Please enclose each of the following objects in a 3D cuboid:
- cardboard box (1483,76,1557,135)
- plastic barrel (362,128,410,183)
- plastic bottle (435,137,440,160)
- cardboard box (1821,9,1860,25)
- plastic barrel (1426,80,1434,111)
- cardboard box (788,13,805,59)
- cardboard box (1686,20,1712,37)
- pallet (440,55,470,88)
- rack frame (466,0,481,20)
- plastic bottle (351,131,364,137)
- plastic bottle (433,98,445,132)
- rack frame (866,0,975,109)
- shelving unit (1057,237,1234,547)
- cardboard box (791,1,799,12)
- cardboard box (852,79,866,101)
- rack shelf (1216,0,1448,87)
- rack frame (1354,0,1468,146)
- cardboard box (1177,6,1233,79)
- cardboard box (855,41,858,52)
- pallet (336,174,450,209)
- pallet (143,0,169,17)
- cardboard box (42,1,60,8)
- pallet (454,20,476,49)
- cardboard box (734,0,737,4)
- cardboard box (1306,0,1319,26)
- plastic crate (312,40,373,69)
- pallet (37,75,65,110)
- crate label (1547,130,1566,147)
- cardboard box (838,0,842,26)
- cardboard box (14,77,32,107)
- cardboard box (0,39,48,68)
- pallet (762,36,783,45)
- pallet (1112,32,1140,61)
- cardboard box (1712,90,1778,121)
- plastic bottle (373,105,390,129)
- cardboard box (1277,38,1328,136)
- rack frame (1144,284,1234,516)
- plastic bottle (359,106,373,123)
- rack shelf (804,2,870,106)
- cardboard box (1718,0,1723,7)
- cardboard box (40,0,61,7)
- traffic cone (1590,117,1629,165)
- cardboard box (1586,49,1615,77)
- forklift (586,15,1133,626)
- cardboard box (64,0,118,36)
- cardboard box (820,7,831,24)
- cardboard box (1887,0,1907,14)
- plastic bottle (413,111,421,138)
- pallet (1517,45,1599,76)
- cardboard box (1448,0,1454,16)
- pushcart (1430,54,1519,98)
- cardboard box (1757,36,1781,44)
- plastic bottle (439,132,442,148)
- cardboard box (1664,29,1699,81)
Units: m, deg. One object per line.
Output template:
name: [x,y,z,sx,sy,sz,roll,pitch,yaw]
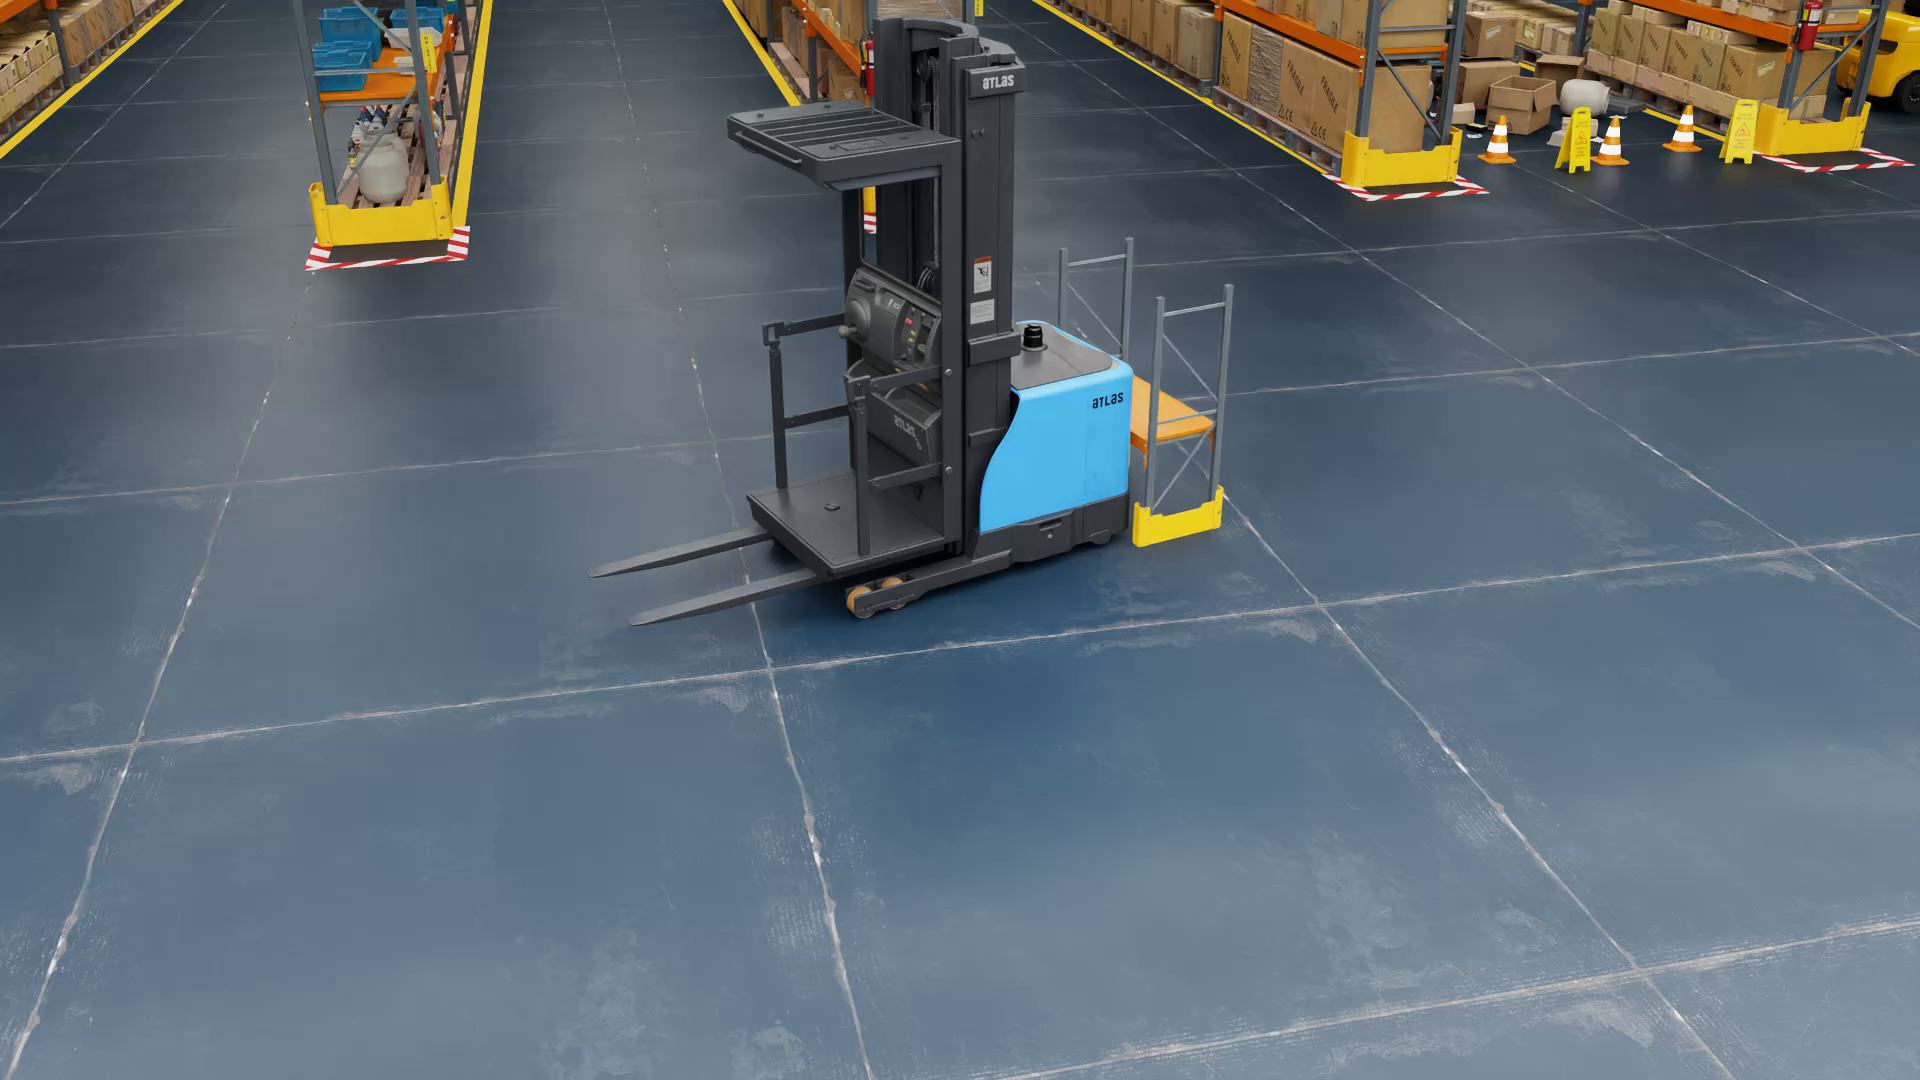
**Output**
cardboard box: [6.429,-4.990,19.078,0.637,0.503,0.797,19,32,32]
plastic barrel: [-5.525,-3.660,15.966,0.421,0.512,0.421,0,27,0]
plastic bottle: [-5.327,-3.994,16.860,0.061,0.283,0.133,-5,27,-11]
cardboard box: [9.417,-5.649,17.891,0.380,0.149,0.250,-6,27,-11]
plastic barrel: [5.341,-5.307,19.795,0.512,0.421,0.421,13,30,24]
cardboard box: [-1.858,-6.643,21.867,0.700,0.500,0.500,-8,28,-16]
cardboard box: [8.598,-5.881,19.106,0.380,0.149,0.250,-5,27,-9]
pallet: [-6.855,-6.005,21.412,1.003,0.211,1.213,-6,27,-12]
rack frame: [-7.893,-9.349,24.945,1.000,3.000,0.127,-6,27,-12]
plastic bottle: [-6.091,-3.998,16.877,0.152,0.276,0.135,-7,28,-13]
plastic bottle: [-5.664,-4.598,17.982,0.144,0.351,0.185,-7,28,-13]
rack frame: [-0.363,-4.584,15.504,1.000,3.000,0.127,-6,27,-12]
shelving unit: [1.048,-0.902,9.872,0.587,1.500,1.083,-13,30,-24]
cardboard box: [-1.986,-7.221,22.180,0.500,0.250,0.500,-5,27,-9]
cardboard box: [-0.861,-4.717,18.075,0.500,0.500,0.500,-8,28,-16]
rack shelf: [4.041,-5.601,18.315,1.077,0.370,4.000,-6,27,-12]
rack frame: [4.492,-5.044,16.414,1.000,3.000,0.127,-6,27,-12]
cardboard box: [3.363,-6.246,20.827,1.050,0.750,0.750,-6,27,-12]
cardboard box: [-0.832,-4.902,16.412,0.380,0.149,0.250,-6,27,-12]
pallet: [-5.430,-3.222,15.900,1.003,0.211,1.213,-6,27,-12]
pallet: [-13.152,-8.441,26.240,1.003,0.211,1.213,-6,27,-12]
cardboard box: [-12.499,-7.016,22.608,0.500,0.500,0.500,-7,28,-14]
pallet: [-7.481,-7.225,23.830,1.003,0.211,1.213,-6,27,-12]
cardboard box: [-2.904,-8.812,25.773,1.225,0.875,0.875,-6,27,-11]
cardboard box: [4.215,-5.767,17.680,0.875,0.550,0.550,-6,27,-12]
plastic crate: [-5.734,-4.490,15.482,0.499,0.251,0.408,-6,27,-12]
pallet: [-11.671,-5.482,20.377,1.003,0.211,1.213,-6,27,-12]
crate label: [6.696,-4.447,18.409,0.250,0.136,0.298,-23,35,-38]
cardboard box: [-0.761,-5.437,16.753,0.875,0.500,0.500,-6,27,-12]
cardboard box: [-11.114,-5.173,19.256,0.500,0.250,0.500,-5,27,-11]
cardboard box: [-11.337,-5.870,20.014,0.500,0.311,0.500,-6,27,-12]
pallet: [-2.270,-7.205,23.791,1.003,0.211,1.213,-6,27,-12]
pallet: [2.793,-6.957,23.299,1.003,0.211,1.213,-6,27,-12]
cardboard box: [8.842,-4.889,18.692,0.500,0.250,0.500,-6,27,-12]
plastic bottle: [-6.172,-4.469,17.728,0.144,0.351,0.185,-6,27,-12]
cardboard box: [4.074,-4.960,18.139,0.875,0.875,0.875,-6,27,-12]
rack frame: [1.289,-0.695,9.462,0.500,1.500,0.032,-13,30,-24]
plastic bottle: [-6.313,-4.455,17.699,0.144,0.351,0.185,-5,27,-10]
rack shelf: [-0.814,-5.141,17.405,1.077,0.370,4.000,-6,27,-12]
cardboard box: [8.789,-6.072,18.731,0.380,0.149,0.250,-6,27,-11]
cardboard box: [-12.509,-7.367,22.471,0.500,0.250,0.500,-6,27,-13]
traffic cone: [6.933,-4.254,17.665,0.336,0.463,0.334,-6,27,-12]
cardboard box: [8.260,-6.020,20.934,0.500,0.250,0.500,-7,28,-14]
forklift: [-0.539,-1.161,8.797,3.031,2.935,1.130,-15,31,-28]
cardboard box: [-12.114,-7.303,23.176,0.500,0.500,0.500,-6,27,-11]
cardboard box: [-1.300,-5.663,17.919,0.380,0.149,0.250,-6,27,-12]
cardboard box: [13.097,-7.208,22.871,0.875,0.625,0.625,-5,27,-9]
plastic bottle: [-5.760,-4.454,17.780,0.152,0.276,0.135,-6,27,-12]
pallet: [8.213,-6.444,22.282,1.003,0.211,1.213,-6,27,-12]
cardboard box: [7.606,-7.868,24.460,0.950,0.372,0.625,-8,28,-15]
pushcart: [6.180,-5.923,21.065,1.648,0.377,0.936,-16,31,-29]
cardboard box: [9.251,-5.507,19.085,0.500,0.500,0.500,-7,28,-14]
plastic bottle: [-5.462,-4.184,17.328,0.097,0.201,0.097,0,27,0]
cardboard box: [8.629,-5.662,19.392,0.500,0.500,0.500,-7,28,-13]
